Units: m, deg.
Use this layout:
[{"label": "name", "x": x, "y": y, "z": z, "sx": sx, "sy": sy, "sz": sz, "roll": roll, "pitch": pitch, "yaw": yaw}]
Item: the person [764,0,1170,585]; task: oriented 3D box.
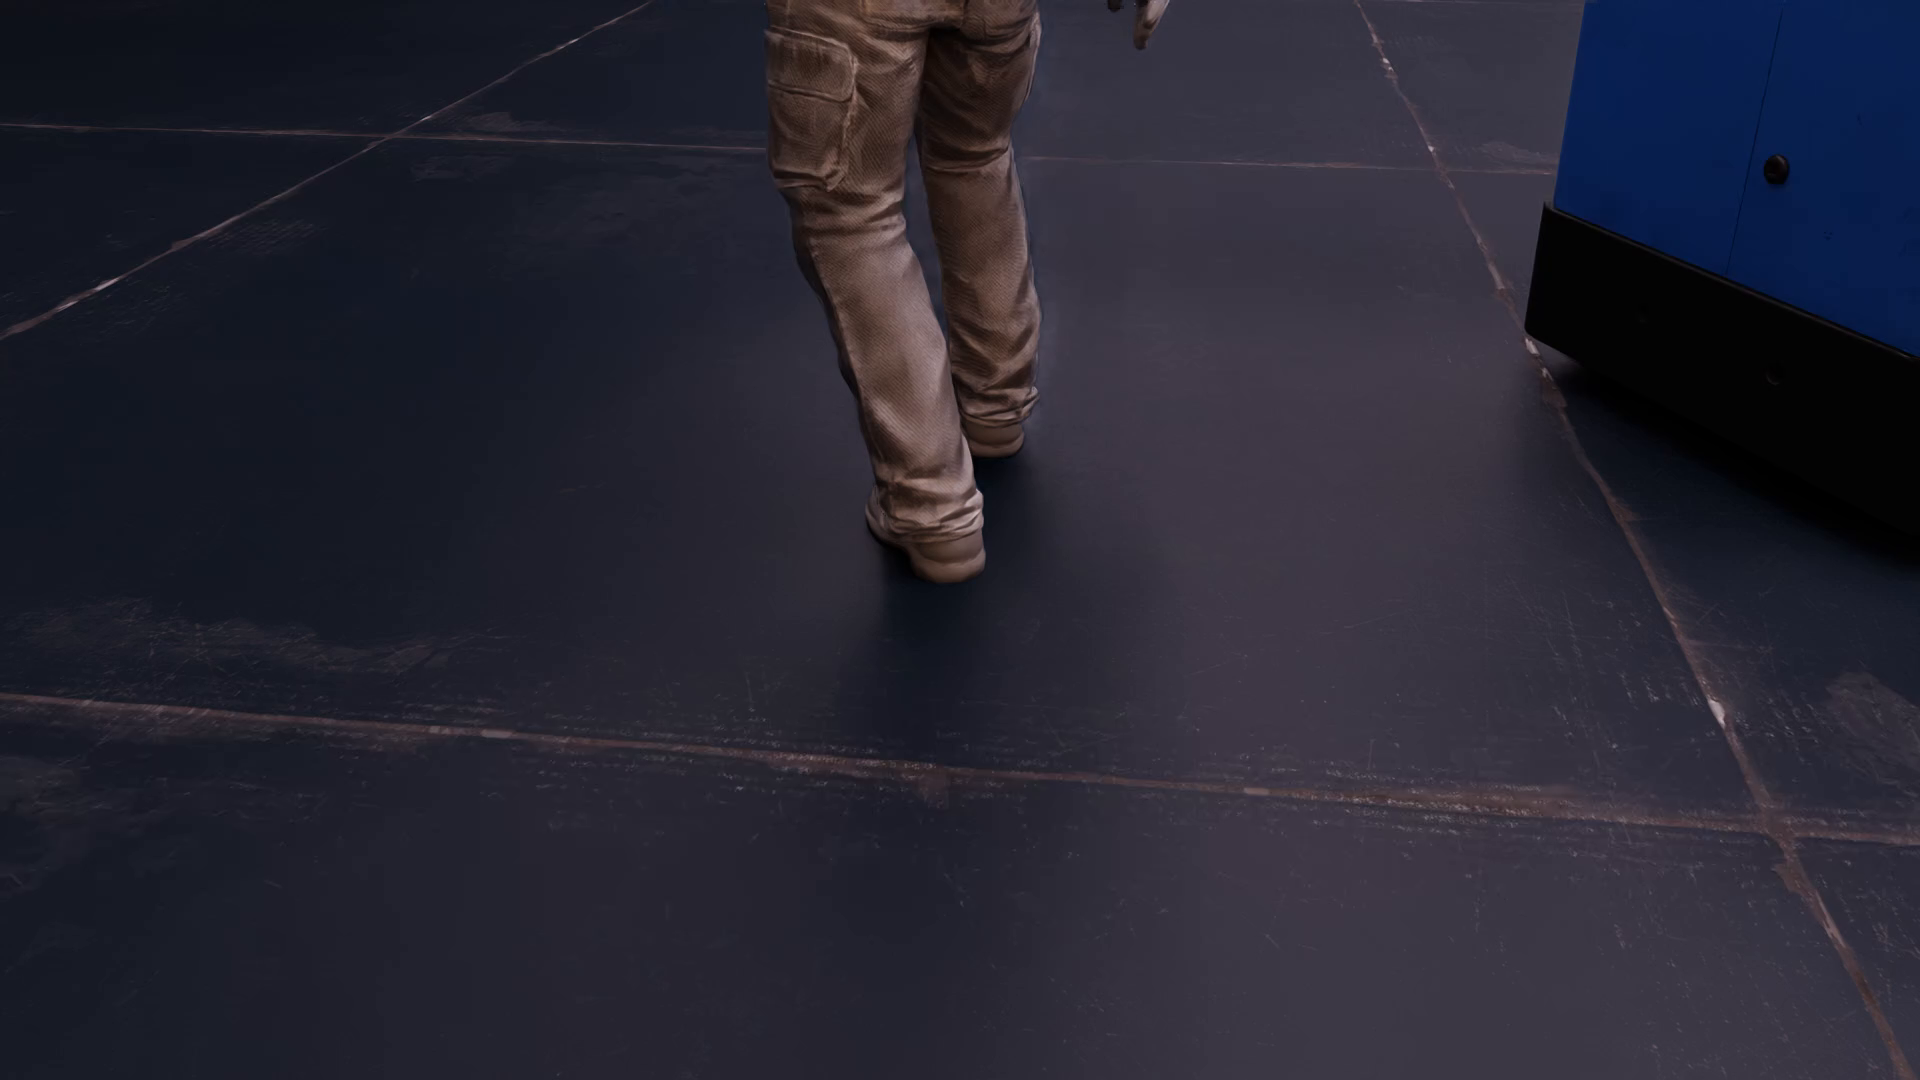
[{"label": "person", "x": -0.055, "y": -0.855, "z": 2.283, "sx": 0.691, "sy": 1.742, "sz": 0.624, "roll": -15, "pitch": 30, "yaw": -28}]

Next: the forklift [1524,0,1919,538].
[{"label": "forklift", "x": 2.637, "y": -1.656, "z": 2.535, "sx": 3.031, "sy": 2.935, "sz": 1.130, "roll": -8, "pitch": 28, "yaw": -16}]
